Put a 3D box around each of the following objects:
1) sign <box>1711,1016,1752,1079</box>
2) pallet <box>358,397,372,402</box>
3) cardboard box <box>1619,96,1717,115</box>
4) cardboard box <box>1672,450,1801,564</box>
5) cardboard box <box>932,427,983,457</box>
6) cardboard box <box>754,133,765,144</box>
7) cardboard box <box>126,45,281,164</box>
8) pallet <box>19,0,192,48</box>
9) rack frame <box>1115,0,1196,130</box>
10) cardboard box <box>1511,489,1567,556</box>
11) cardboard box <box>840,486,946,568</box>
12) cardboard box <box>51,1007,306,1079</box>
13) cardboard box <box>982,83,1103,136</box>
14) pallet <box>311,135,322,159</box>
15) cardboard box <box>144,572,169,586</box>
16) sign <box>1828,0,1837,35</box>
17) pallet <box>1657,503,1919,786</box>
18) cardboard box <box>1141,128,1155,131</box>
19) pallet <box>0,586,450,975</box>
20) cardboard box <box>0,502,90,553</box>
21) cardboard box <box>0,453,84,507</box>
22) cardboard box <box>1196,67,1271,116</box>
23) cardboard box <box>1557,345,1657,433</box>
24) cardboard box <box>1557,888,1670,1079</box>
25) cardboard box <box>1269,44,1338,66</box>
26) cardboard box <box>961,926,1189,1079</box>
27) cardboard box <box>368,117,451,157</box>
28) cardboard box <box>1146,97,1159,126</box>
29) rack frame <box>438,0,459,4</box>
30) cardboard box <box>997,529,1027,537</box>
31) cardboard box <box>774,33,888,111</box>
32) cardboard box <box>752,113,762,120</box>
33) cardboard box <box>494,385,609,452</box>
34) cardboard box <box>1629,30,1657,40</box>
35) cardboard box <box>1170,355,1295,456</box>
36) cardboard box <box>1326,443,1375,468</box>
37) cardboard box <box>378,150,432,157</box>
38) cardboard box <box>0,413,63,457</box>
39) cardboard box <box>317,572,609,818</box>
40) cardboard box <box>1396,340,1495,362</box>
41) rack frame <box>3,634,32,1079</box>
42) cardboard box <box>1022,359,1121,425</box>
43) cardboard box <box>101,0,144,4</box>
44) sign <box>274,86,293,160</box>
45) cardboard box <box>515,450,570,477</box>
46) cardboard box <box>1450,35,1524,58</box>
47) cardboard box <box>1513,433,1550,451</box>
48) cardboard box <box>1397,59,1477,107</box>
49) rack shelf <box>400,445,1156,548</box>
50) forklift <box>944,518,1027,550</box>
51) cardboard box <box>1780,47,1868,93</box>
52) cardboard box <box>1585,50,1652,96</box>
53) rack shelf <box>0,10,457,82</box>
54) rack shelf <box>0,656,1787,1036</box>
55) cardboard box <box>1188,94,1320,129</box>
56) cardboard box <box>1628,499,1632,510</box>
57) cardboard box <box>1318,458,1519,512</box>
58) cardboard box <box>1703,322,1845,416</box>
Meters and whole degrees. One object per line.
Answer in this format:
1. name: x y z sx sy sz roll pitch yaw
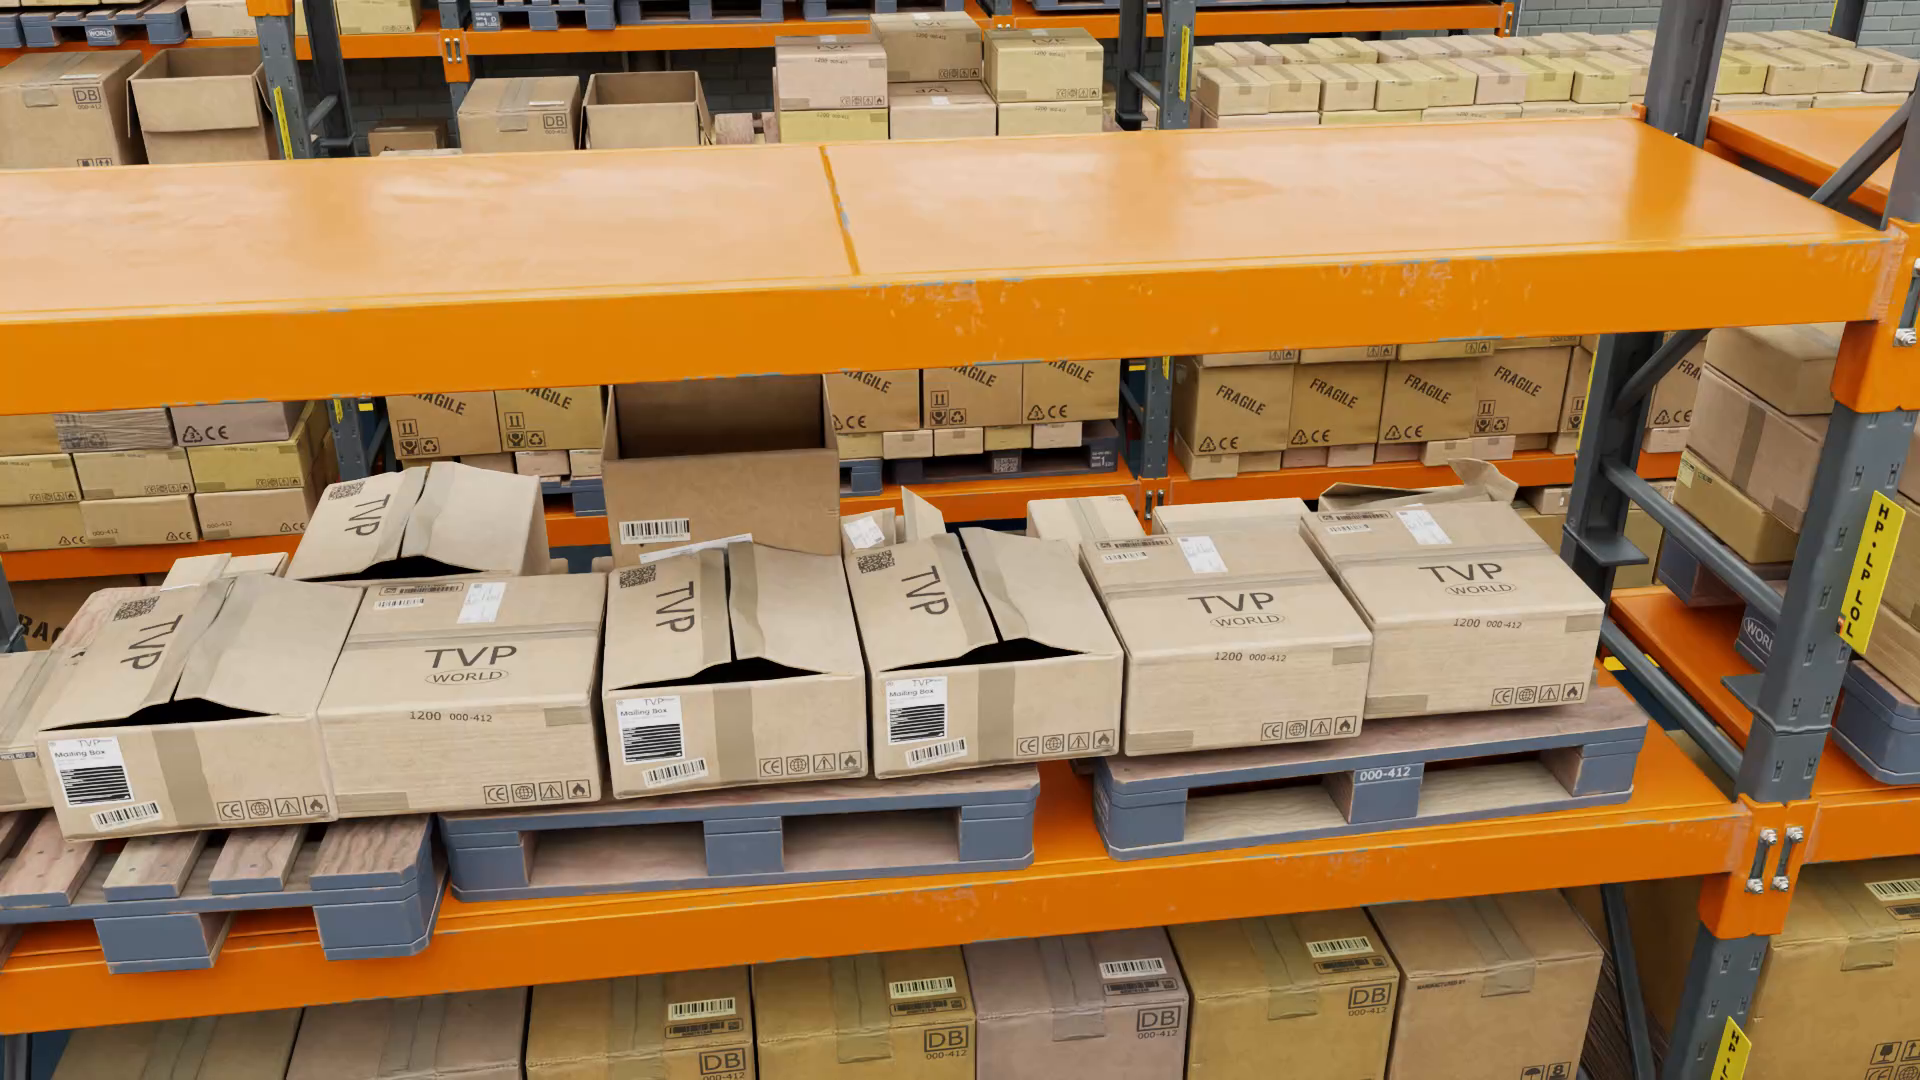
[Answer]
1. sign: 1.825 1.291 3.970 0.005 0.325 0.100 -4 27 -7
2. pallet: -4.451 -1.424 13.496 1.213 0.211 1.003 -4 27 -7
3. cardboard box: 3.431 -2.139 8.388 0.500 0.250 0.500 -3 27 -6
4. cardboard box: 2.056 -0.096 4.274 0.250 0.149 0.380 -4 27 -7
5. cardboard box: -0.035 -0.582 8.615 0.250 0.149 0.380 -4 27 -8
6. cardboard box: -1.565 -3.014 12.720 0.250 0.149 0.380 -4 27 -8
7. cardboard box: -3.363 -1.926 7.562 0.637 0.503 0.797 -5 28 -10
8. pallet: -5.985 -3.768 11.931 1.003 0.211 1.213 -4 27 -7
9. rack frame: 0.950 -3.375 7.672 0.127 3.000 1.000 -4 27 -7
10. cardboard box: 3.137 -0.024 9.445 0.500 0.500 0.500 -4 27 -8
11. cardboard box: -0.143 0.043 3.875 0.258 0.266 0.396 -4 27 -7
12. cardboard box: -1.775 1.267 3.993 0.500 0.500 0.700 -4 27 -7
13. cardboard box: 0.392 -2.057 8.095 0.500 0.250 0.500 -4 27 -8
14. pallet: -3.641 -1.637 7.778 1.003 0.211 1.213 -2 27 -5
15. cardboard box: -3.706 0.314 8.922 0.875 0.875 0.875 -4 27 -8
16. sign: 4.835 -2.929 9.131 0.005 0.325 0.100 -4 27 -7
17. pallet: 2.552 0.183 4.121 1.213 0.211 1.003 -4 27 -7
18. cardboard box: 1.372 -3.212 13.107 0.250 0.149 0.380 -3 27 -6
19. pallet: -1.591 0.465 3.682 1.003 0.211 1.213 -2 27 -5
20. cardboard box: -4.480 -0.170 8.163 0.500 0.250 0.500 -4 27 -8
21. cardboard box: -4.466 -0.385 8.034 0.500 0.250 0.500 -4 27 -8
22. cardboard box: 1.308 -2.155 7.984 0.250 0.149 0.380 -4 27 -8
23. cardboard box: 3.420 -0.918 9.020 0.500 0.500 0.500 -4 27 -7
24. cardboard box: 2.104 1.430 4.715 0.550 0.550 0.875 -4 27 -7
25. cardboard box: 1.751 -2.429 8.517 0.250 0.149 0.380 -3 27 -6
26. cardboard box: 0.240 1.136 4.247 0.500 0.500 0.700 -3 27 -7
27. cardboard box: -4.237 -2.964 12.874 0.500 0.500 0.500 -2 27 -5
28. cardboard box: 1.632 -3.377 13.102 0.250 0.149 0.380 -4 27 -8
29. rack frame: -3.706 -5.364 11.549 0.127 3.000 1.000 -4 27 -7
30. cardboard box: 0.431 0.311 9.478 0.625 0.372 0.950 -3 27 -6
31. cardboard box: -0.613 -2.213 7.851 0.500 0.250 0.500 -3 27 -6
32. cardboard box: -1.639 -3.281 13.241 0.250 0.149 0.380 -3 27 -7
33. cardboard box: -2.018 -0.775 8.282 0.500 0.500 0.500 -2 27 -4
34. cardboard box: 3.768 -2.613 8.876 0.250 0.149 0.380 -4 27 -7
35. cardboard box: 1.425 -0.784 8.760 0.500 0.500 0.500 -4 27 -7
36. cardboard box: 2.058 -0.539 8.992 0.250 0.149 0.380 -3 27 -6
37. cardboard box: -2.728 -1.789 8.142 0.250 0.149 0.380 -4 27 -7
38. cardboard box: -4.486 -0.724 7.874 0.500 0.500 0.500 -4 27 -7
39. cardboard box: -0.978 0.303 3.386 0.500 0.250 0.500 -3 27 -6
40. cardboard box: 2.426 -1.299 8.669 0.500 0.500 0.700 -4 27 -8
41. rack frame: -2.221 1.780 4.197 0.127 3.000 1.000 -4 27 -7
42. cardboard box: 0.525 -0.936 8.595 0.500 0.500 0.500 -4 27 -8
43. cardboard box: -5.797 -3.843 11.576 0.250 0.149 0.380 -3 27 -6
44. sign: -2.942 -1.799 7.235 0.005 0.325 0.100 -4 27 -7
45. cardboard box: -2.101 -0.462 8.382 0.250 0.149 0.380 -5 28 -10
46. cardboard box: 2.756 -2.544 8.740 0.250 0.149 0.380 -3 27 -6
47. cardboard box: 3.054 -0.639 9.188 0.250 0.149 0.380 -4 27 -7
48. cardboard box: 2.326 -2.241 8.151 0.250 0.149 0.380 -5 28 -9
49. rack shelf: -1.030 -0.258 8.958 4.000 0.370 1.077 -4 27 -7
50. forklift: -0.047 -1.591 10.842 1.130 2.935 3.031 -2 27 -4
51. cardboard box: 4.357 -2.383 8.428 0.250 0.149 0.380 -3 27 -6
52. cardboard box: 3.342 -2.349 8.361 0.250 0.149 0.380 -4 27 -9
53. rack shelf: -5.687 -3.582 12.150 4.000 0.370 1.077 -4 27 -7
54. rack shelf: -0.241 0.639 3.924 4.000 0.370 1.077 -4 27 -7
55. cardboard box: 1.424 -2.010 8.136 0.500 0.250 0.500 -4 27 -8
56. cardboard box: 3.551 -0.308 9.288 0.250 0.149 0.380 -3 27 -6
57. cardboard box: 1.107 -0.055 4.065 0.396 0.266 0.258 -4 27 -8
58. cardboard box: 2.058 -0.450 4.091 0.250 0.149 0.380 -4 27 -8
